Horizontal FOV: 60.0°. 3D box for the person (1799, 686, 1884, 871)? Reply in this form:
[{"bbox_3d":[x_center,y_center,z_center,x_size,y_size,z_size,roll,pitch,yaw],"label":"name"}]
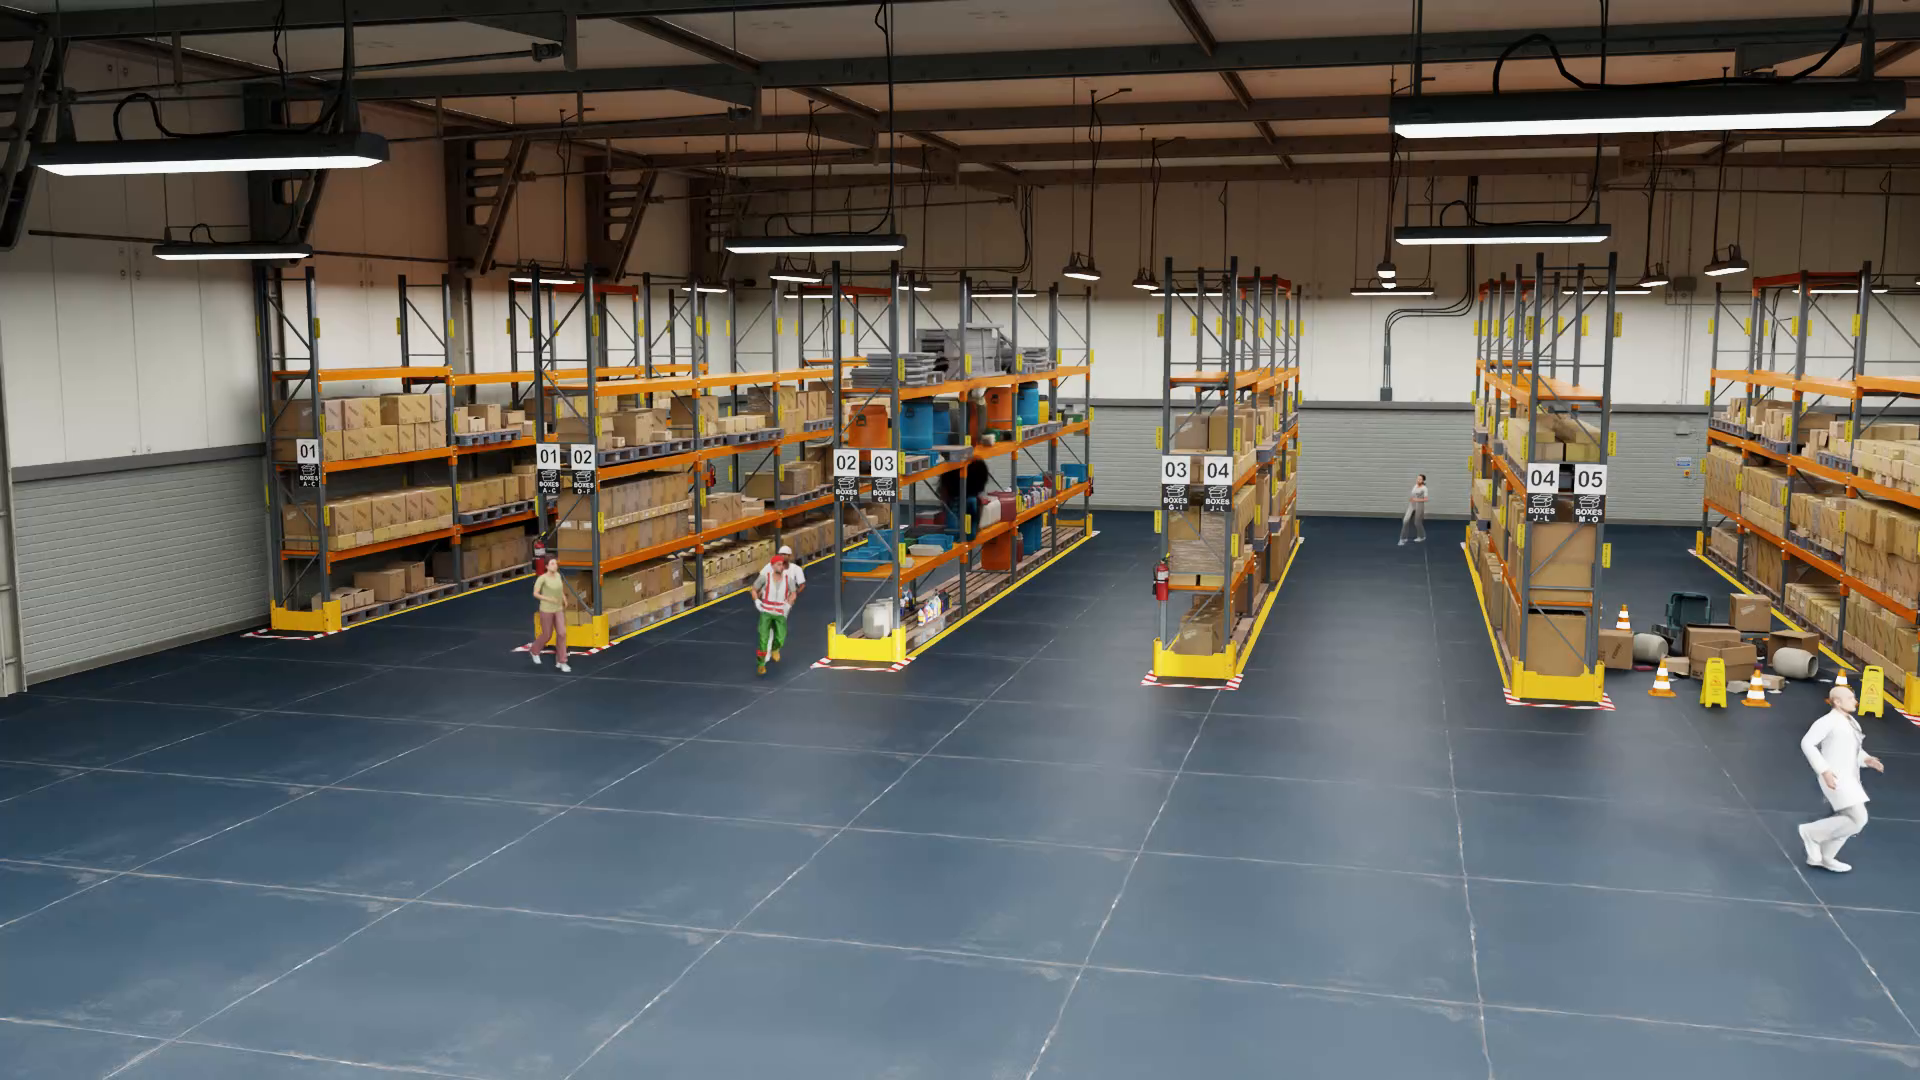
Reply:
[{"bbox_3d":[8.131,2.306,15.326,0.704,1.539,0.628,-7,10,-44],"label":"person"}]

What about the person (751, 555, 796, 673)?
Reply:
[{"bbox_3d":[-2.737,1.067,24.496,0.672,1.708,0.609,-2,7,-12],"label":"person"}]

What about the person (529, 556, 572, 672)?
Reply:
[{"bbox_3d":[-6.047,1.070,24.550,0.849,1.691,0.597,6,9,40],"label":"person"}]

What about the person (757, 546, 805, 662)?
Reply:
[{"bbox_3d":[-2.737,0.942,25.434,0.744,1.736,0.820,0,7,-2],"label":"person"}]

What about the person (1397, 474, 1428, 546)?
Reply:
[{"bbox_3d":[10.617,-0.699,38.484,0.856,1.679,0.568,-6,9,-37],"label":"person"}]
